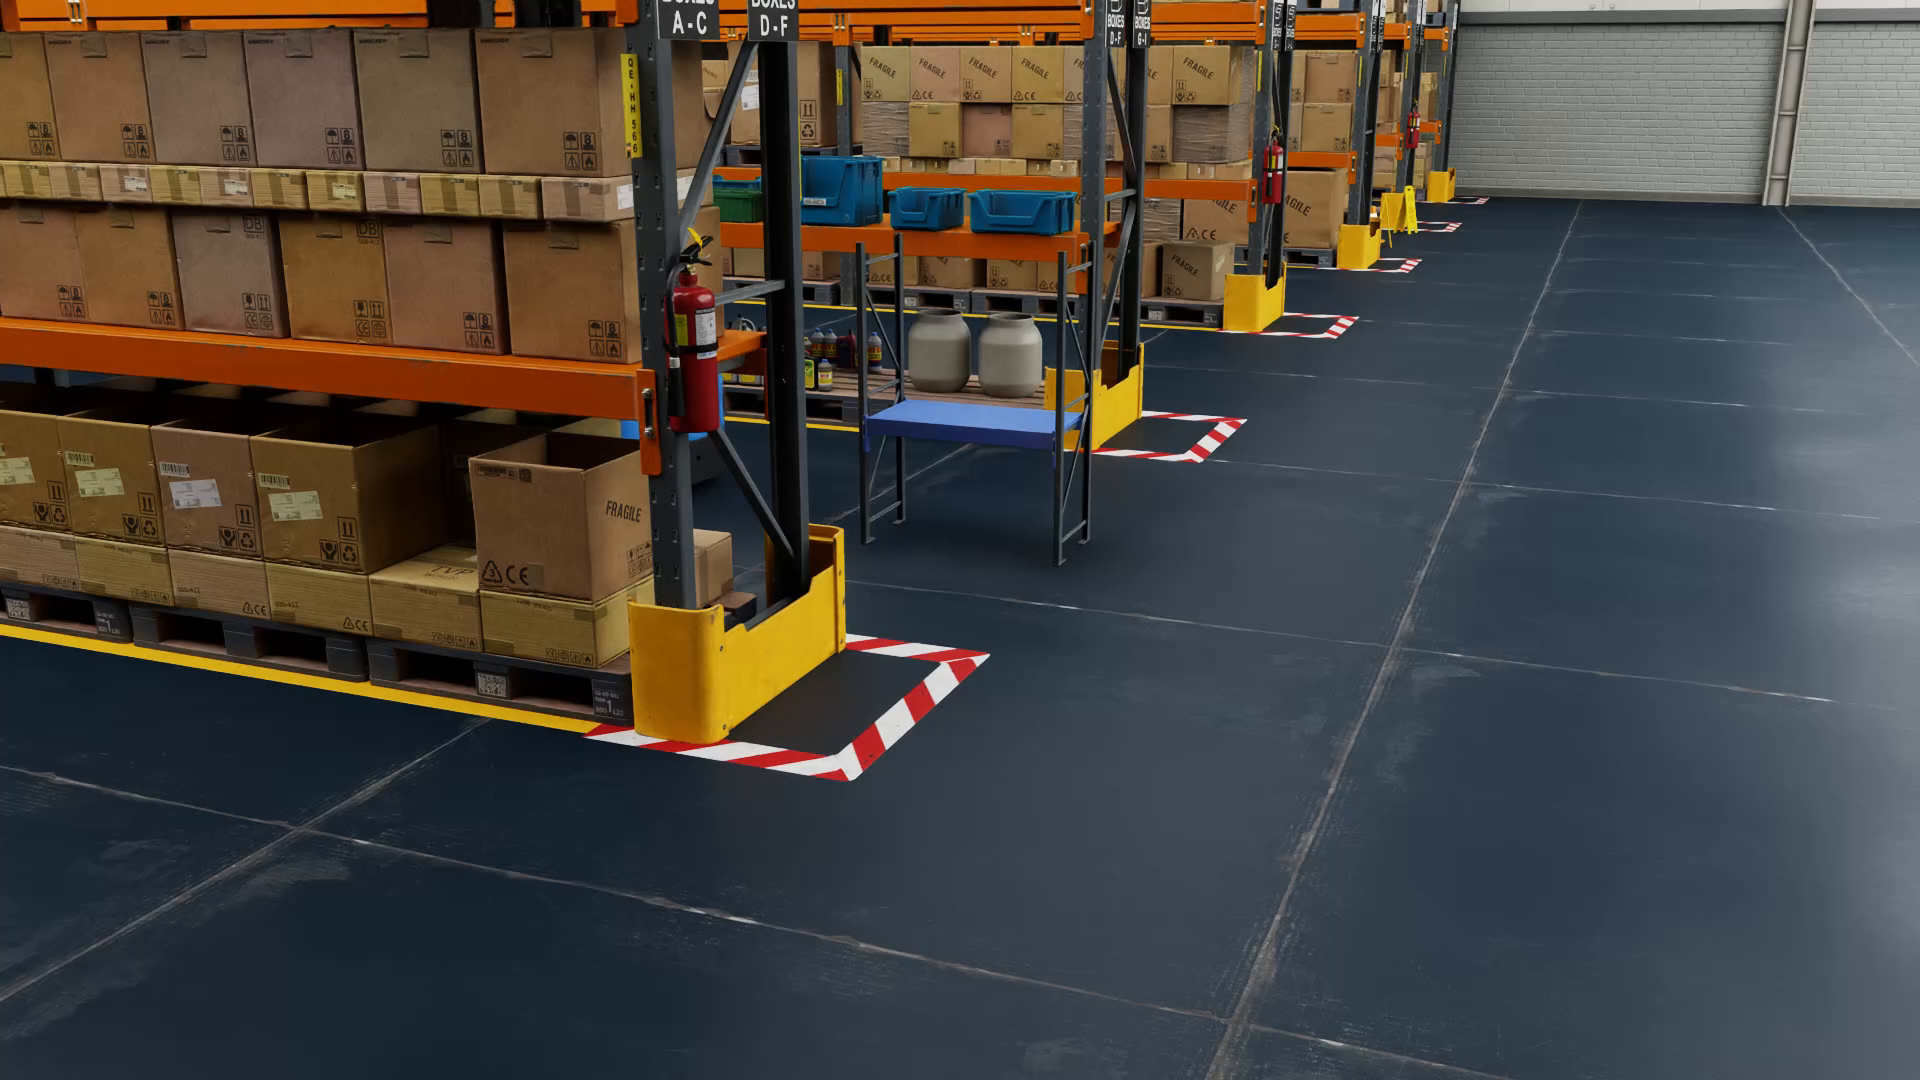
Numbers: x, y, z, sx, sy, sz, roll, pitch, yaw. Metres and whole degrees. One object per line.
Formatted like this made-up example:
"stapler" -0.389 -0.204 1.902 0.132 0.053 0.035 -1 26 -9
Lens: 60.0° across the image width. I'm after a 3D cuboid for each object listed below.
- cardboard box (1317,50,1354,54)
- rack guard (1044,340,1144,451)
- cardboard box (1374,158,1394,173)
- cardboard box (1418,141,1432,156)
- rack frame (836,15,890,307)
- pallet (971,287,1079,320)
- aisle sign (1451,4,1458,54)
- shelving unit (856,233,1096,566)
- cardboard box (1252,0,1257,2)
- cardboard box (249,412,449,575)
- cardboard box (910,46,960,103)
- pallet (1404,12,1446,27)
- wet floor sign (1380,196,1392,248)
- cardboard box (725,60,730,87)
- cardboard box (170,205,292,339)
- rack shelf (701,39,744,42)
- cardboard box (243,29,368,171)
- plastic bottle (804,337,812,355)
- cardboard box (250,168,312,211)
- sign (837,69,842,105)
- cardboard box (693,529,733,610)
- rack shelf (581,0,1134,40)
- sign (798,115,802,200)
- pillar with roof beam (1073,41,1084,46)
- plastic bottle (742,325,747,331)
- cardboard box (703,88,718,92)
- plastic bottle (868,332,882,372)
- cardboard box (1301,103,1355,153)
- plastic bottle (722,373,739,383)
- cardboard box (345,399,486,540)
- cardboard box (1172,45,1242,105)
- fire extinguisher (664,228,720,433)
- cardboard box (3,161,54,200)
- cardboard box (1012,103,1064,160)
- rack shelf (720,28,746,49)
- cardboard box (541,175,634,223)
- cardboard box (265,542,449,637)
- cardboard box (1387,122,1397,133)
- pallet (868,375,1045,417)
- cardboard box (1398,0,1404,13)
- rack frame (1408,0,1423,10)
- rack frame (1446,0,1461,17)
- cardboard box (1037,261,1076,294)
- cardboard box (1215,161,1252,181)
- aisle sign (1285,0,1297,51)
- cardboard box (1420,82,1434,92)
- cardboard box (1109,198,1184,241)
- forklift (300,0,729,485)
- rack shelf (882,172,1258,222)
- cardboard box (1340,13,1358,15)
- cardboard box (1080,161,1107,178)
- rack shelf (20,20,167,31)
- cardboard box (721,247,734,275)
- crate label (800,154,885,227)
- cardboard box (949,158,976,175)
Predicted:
"cardboard box" 5.400 -6.737 23.748 0.500 0.500 0.700 6 17 21
"rack guard" 0.882 -0.957 10.827 0.348 0.500 1.175 6 17 21
"cardboard box" 7.211 -6.448 28.542 0.500 0.250 0.500 6 17 20
"cardboard box" 7.863 -6.764 28.732 0.500 0.250 0.500 6 17 20
"rack frame" -0.934 -3.855 16.329 0.127 3.000 1.000 6 17 21
"pallet" 0.843 -2.332 16.084 1.213 0.211 1.003 6 17 21
"aisle sign" 8.195 -8.470 27.560 0.004 0.787 0.394 6 17 21
"shelving unit" 0.079 -0.712 8.190 1.048 1.500 0.538 6 17 21
"cardboard box" 2.434 -4.931 14.922 0.500 0.250 0.500 7 18 22
"cardboard box" -2.395 -0.195 6.553 0.500 0.500 0.500 6 17 21
"cardboard box" -0.143 -4.364 15.573 0.500 0.500 0.500 6 17 21
"pallet" 7.593 -8.781 28.074 1.213 0.211 1.003 6 17 21
"wet floor sign" 5.455 -4.102 21.401 0.232 0.644 0.267 3 17 11
"cardboard box" -3.487 -7.556 27.102 0.500 0.500 0.500 6 17 19
"cardboard box" -2.722 -1.134 6.775 0.500 0.500 0.700 7 18 22
"rack shelf" -4.782 -9.831 32.823 4.000 0.370 1.077 6 17 21
"cardboard box" -2.290 -1.709 6.428 0.500 0.500 0.700 6 17 21
"plastic bottle" -1.106 -1.351 11.931 0.097 0.201 0.097 0 16 0
"cardboard box" -2.481 -1.359 6.385 0.250 0.149 0.380 7 18 22
"sign" -1.134 -4.267 15.670 0.005 0.325 0.100 6 17 21
"cardboard box" -1.268 0.129 6.783 0.500 0.250 0.500 6 17 21
"rack shelf" -0.891 -3.461 10.881 4.000 0.370 1.077 6 17 21
"sign" -0.642 -1.474 6.432 0.005 0.325 0.100 6 17 21
"pillar with roof beam" 0.763 -9.987 26.690 0.400 9.000 9.100 6 17 21
"plastic bottle" -1.581 -1.405 11.970 0.133 0.283 0.061 6 17 21
"cardboard box" -3.365 -5.839 21.790 0.250 0.149 0.380 6 17 18
"plastic bottle" -0.602 -1.329 11.731 0.097 0.271 0.097 0 16 0
"cardboard box" 4.339 -4.820 19.384 0.550 0.550 0.875 6 17 21
"plastic bottle" -1.581 -1.257 11.340 0.185 0.351 0.144 6 17 20
"cardboard box" -2.204 -0.330 7.017 0.500 0.500 0.500 6 17 21
"cardboard box" 2.185 -4.109 14.697 0.500 0.500 0.500 6 17 21
"fire extinguisher" -0.912 -0.708 5.625 0.183 0.674 0.296 6 17 21
"cardboard box" -3.674 -1.490 6.839 0.250 0.149 0.380 6 17 20
"cardboard box" 0.866 -3.837 15.552 0.500 0.500 0.875 6 17 21
"rack shelf" -4.601 -6.840 22.520 4.000 0.370 1.077 6 17 21
"cardboard box" -1.276 -1.226 5.930 0.250 0.149 0.380 6 17 20
"cardboard box" -2.394 0.165 6.660 0.500 0.250 0.500 6 17 21
"cardboard box" 6.183 -5.984 24.112 0.250 0.149 0.380 6 17 21
"pallet" 0.128 -0.902 11.159 1.213 0.211 1.003 6 17 21
"cardboard box" 6.053 -7.648 23.749 0.500 0.250 0.500 6 17 20
"rack frame" 6.423 -8.897 22.936 0.127 3.000 1.000 6 17 21
"rack frame" 8.241 -10.185 27.372 0.127 3.000 1.000 6 17 21
"cardboard box" 1.068 -2.637 15.862 0.500 0.500 0.500 8 18 26
"cardboard box" 2.446 -3.301 14.870 0.250 0.149 0.380 6 17 21
"aisle sign" 2.955 -4.766 14.803 0.004 0.787 0.394 6 17 21
"cardboard box" 7.816 -7.626 27.976 0.250 0.149 0.380 7 17 21
"cardboard box" 2.379 -4.139 20.363 0.875 0.875 0.875 6 17 21
"forklift" -2.888 -1.802 9.378 3.031 2.935 1.130 7 18 24
"rack shelf" 0.927 -3.305 15.724 4.000 0.370 1.077 6 17 21
"cardboard box" 5.511 -7.353 23.447 0.250 0.149 0.380 7 18 22
"cardboard box" 1.278 -3.425 15.296 0.250 0.149 0.380 6 17 21
"rack shelf" -10.236 -5.973 19.534 4.000 0.370 1.077 6 17 21
"cardboard box" -2.454 -3.045 17.233 0.500 0.500 0.700 5 17 16
"crate label" -0.842 -2.297 10.896 0.616 0.435 0.502 6 17 21
"cardboard box" 0.080 -3.528 15.652 0.250 0.149 0.380 6 17 21
